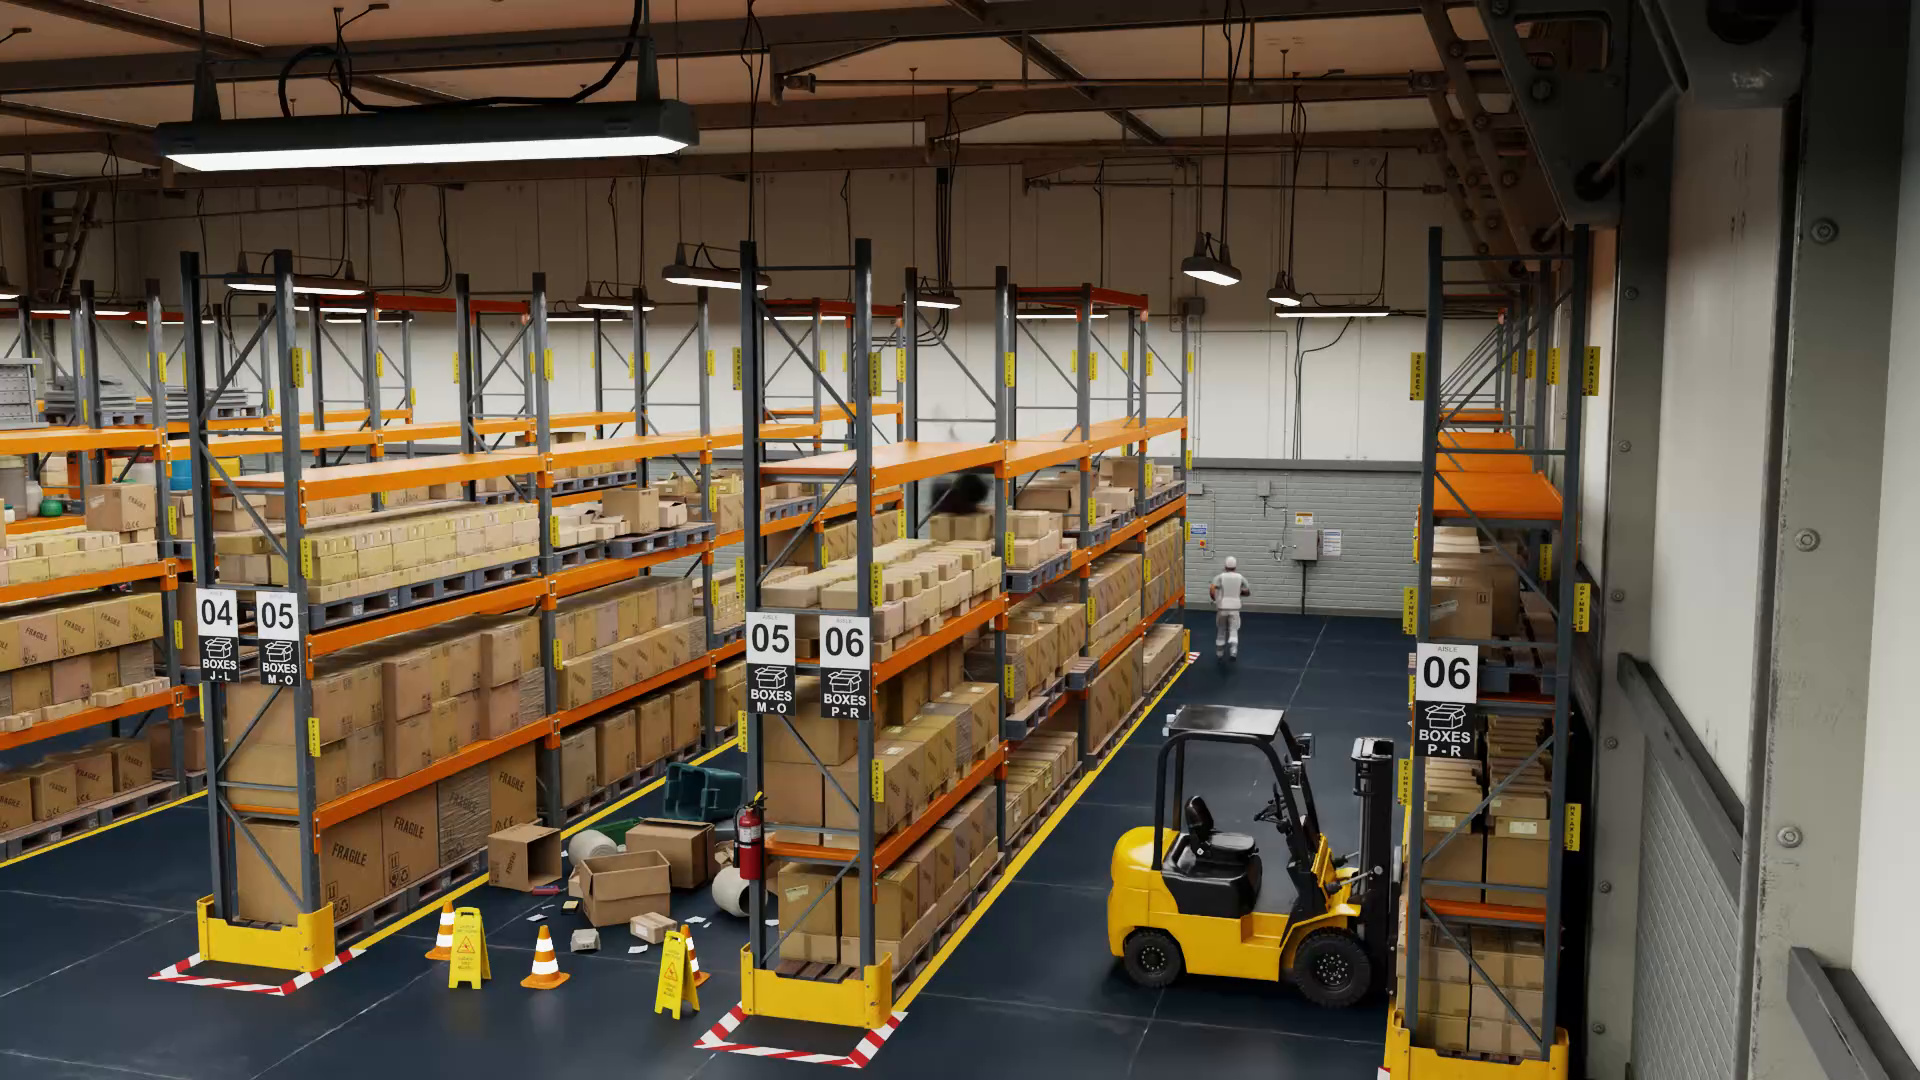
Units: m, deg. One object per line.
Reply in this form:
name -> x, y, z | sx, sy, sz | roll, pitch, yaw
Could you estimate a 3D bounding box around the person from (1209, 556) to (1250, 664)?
person -> 4.464, 1.154, 27.541 | 0.673, 1.777, 0.979 | 1, 6, 8
